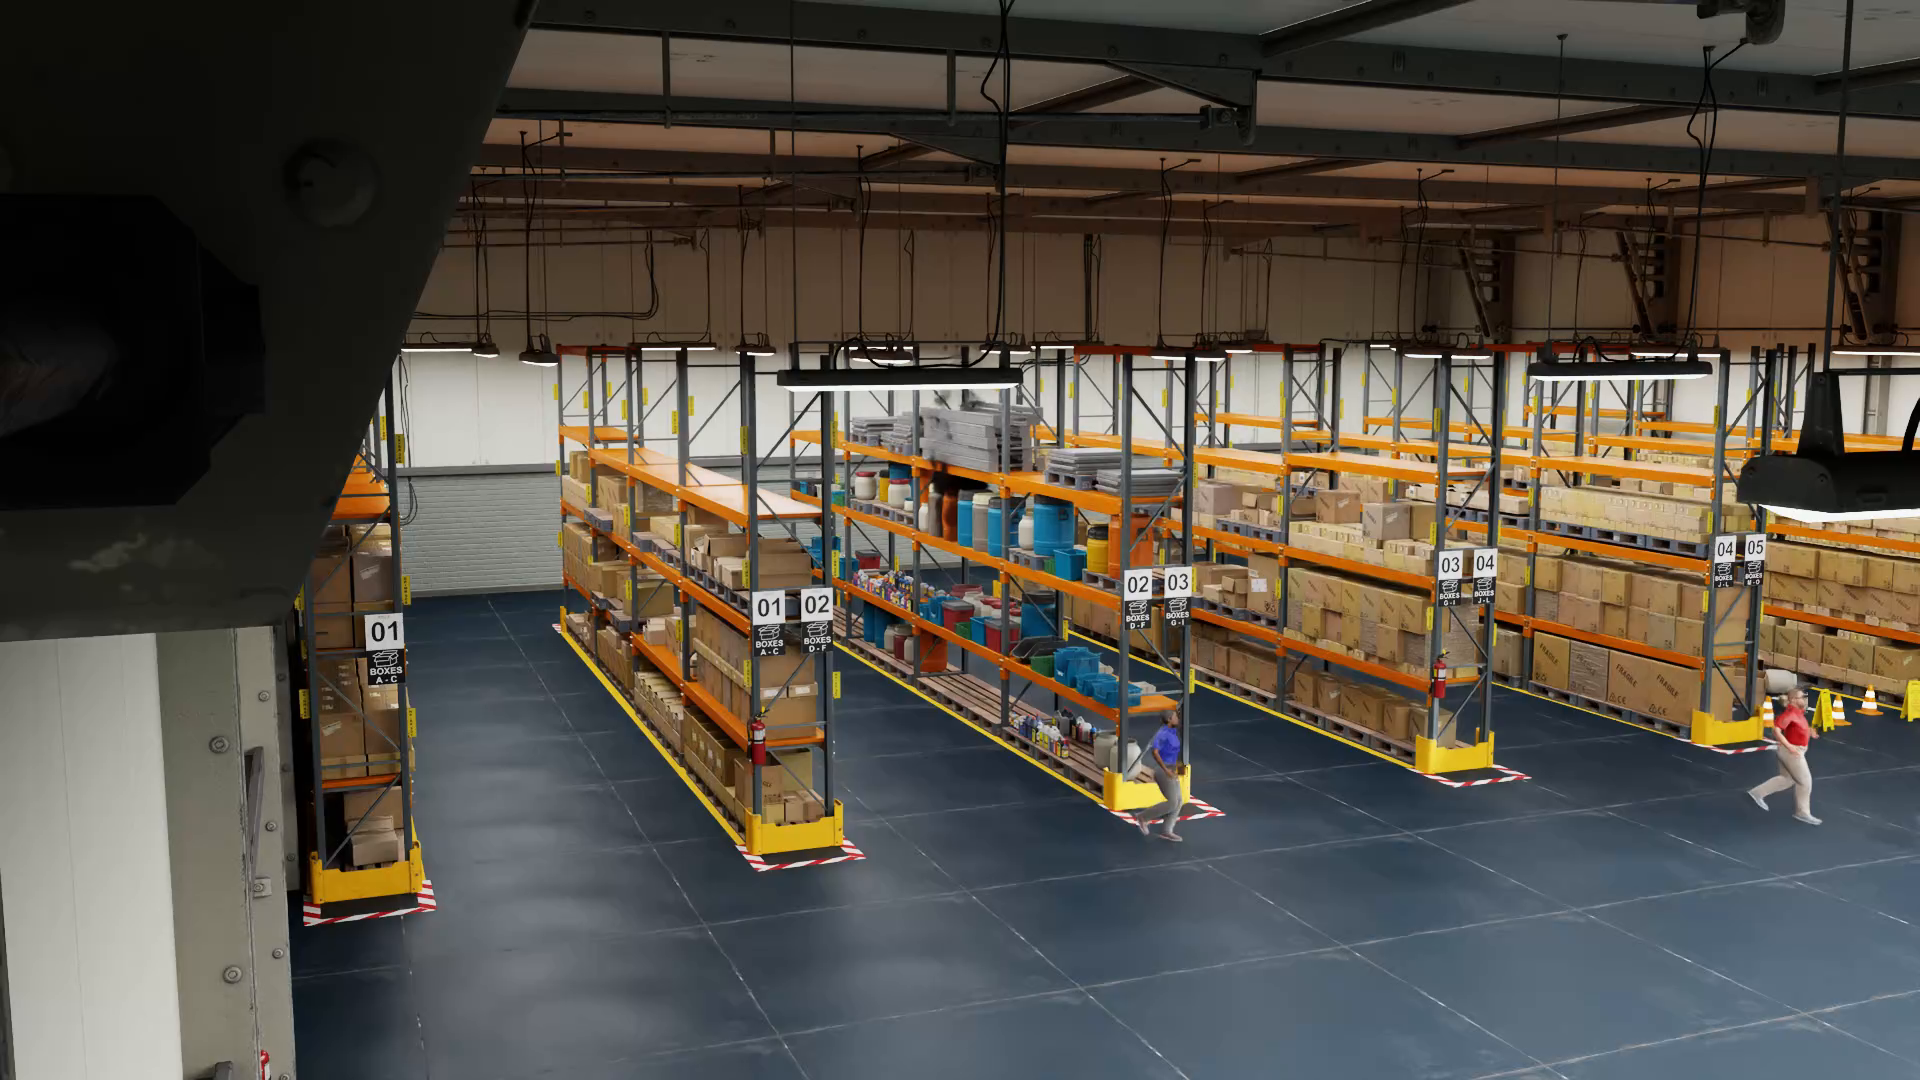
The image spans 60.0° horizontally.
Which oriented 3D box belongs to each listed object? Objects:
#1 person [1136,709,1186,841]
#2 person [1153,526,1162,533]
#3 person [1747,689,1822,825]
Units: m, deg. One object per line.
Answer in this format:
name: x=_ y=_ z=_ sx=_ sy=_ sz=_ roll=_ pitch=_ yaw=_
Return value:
person: x=2.538 y=2.909 z=20.783 sx=0.581 sy=1.600 sz=0.654 roll=2 pitch=8 yaw=18
person: x=4.567 y=0.505 z=39.222 sx=0.701 sy=1.711 sz=0.625 roll=0 pitch=7 yaw=-3
person: x=10.698 y=2.769 z=21.462 sx=0.868 sy=1.741 sz=0.632 roll=3 pitch=8 yaw=23
